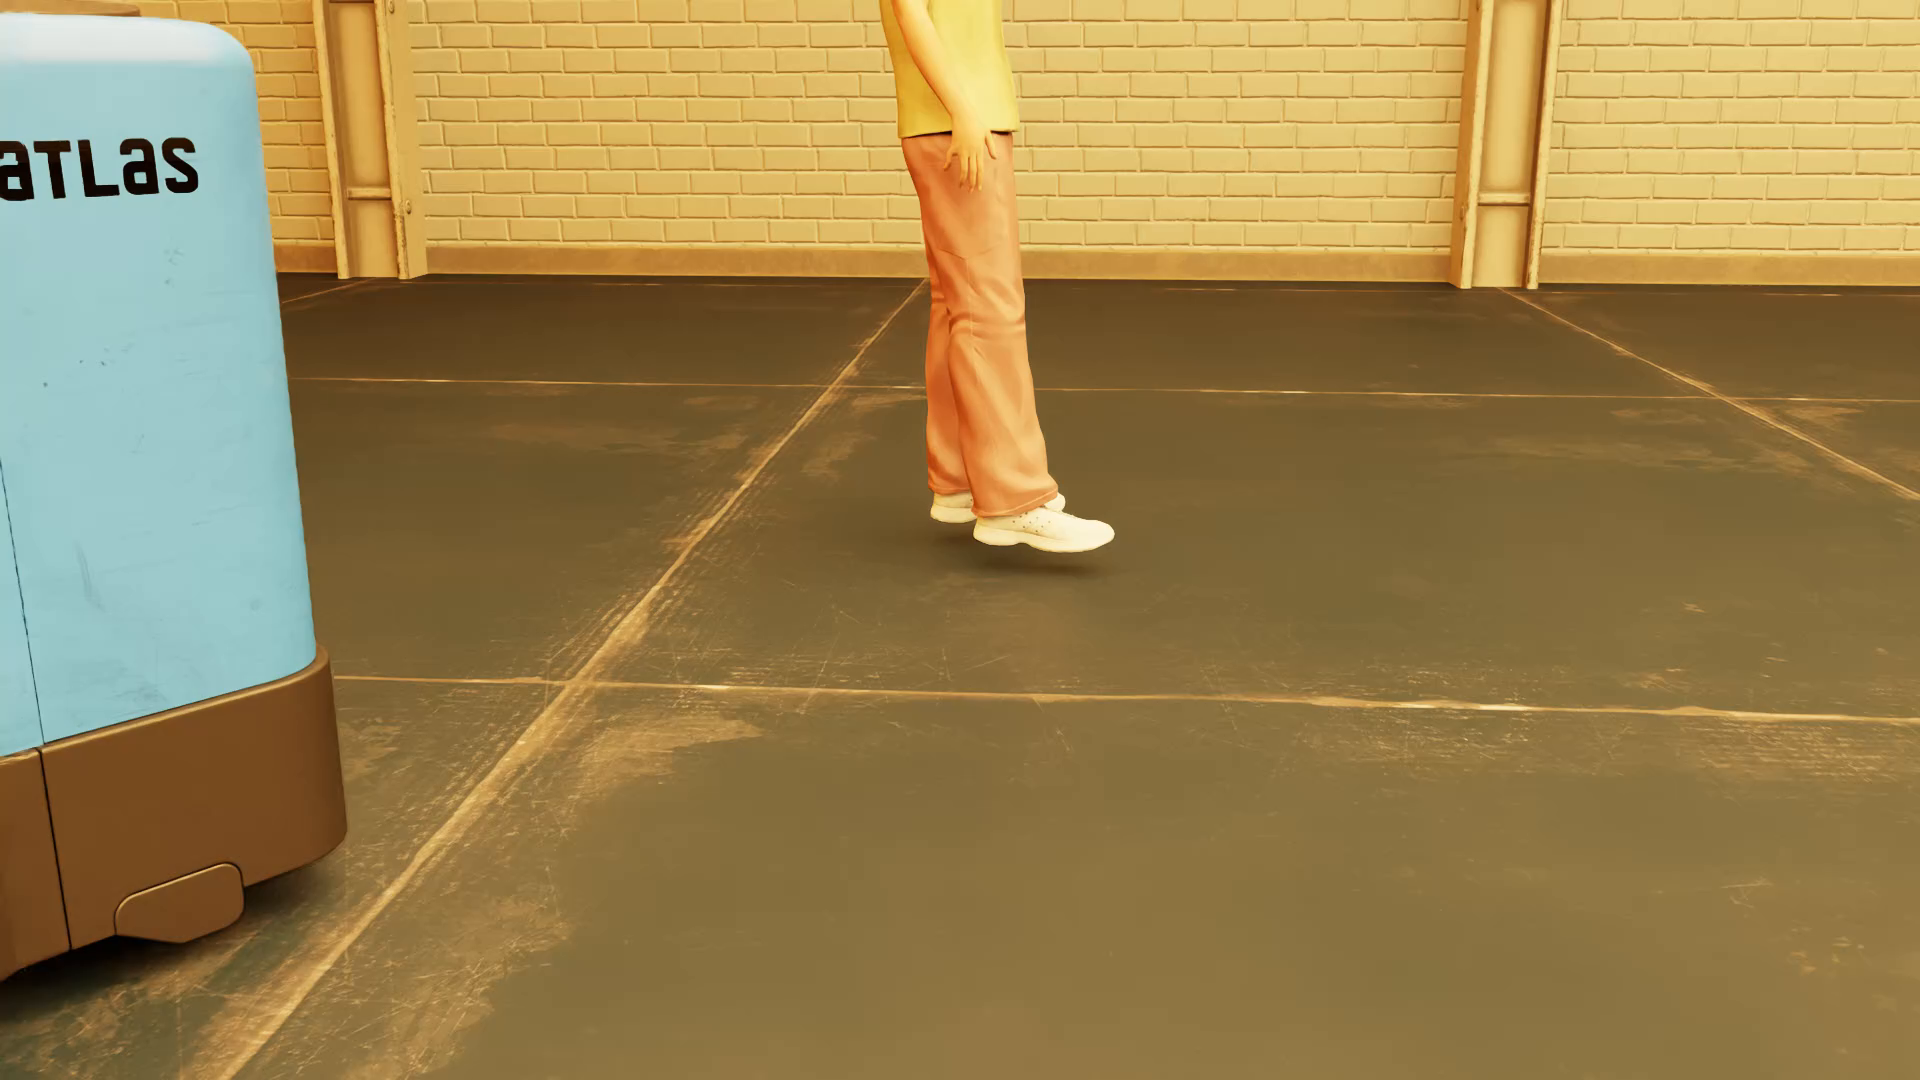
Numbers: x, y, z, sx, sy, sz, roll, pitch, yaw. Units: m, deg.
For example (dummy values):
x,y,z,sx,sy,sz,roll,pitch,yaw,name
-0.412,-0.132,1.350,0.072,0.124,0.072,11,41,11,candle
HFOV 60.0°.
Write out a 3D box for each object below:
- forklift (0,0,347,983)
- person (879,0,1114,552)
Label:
x,y,z,sx,sy,sz,roll,pitch,yaw,name
-2.126,-0.750,0.983,1.130,2.935,3.031,13,20,39,forklift
0.073,-0.850,3.565,0.547,1.673,0.553,1,15,4,person
